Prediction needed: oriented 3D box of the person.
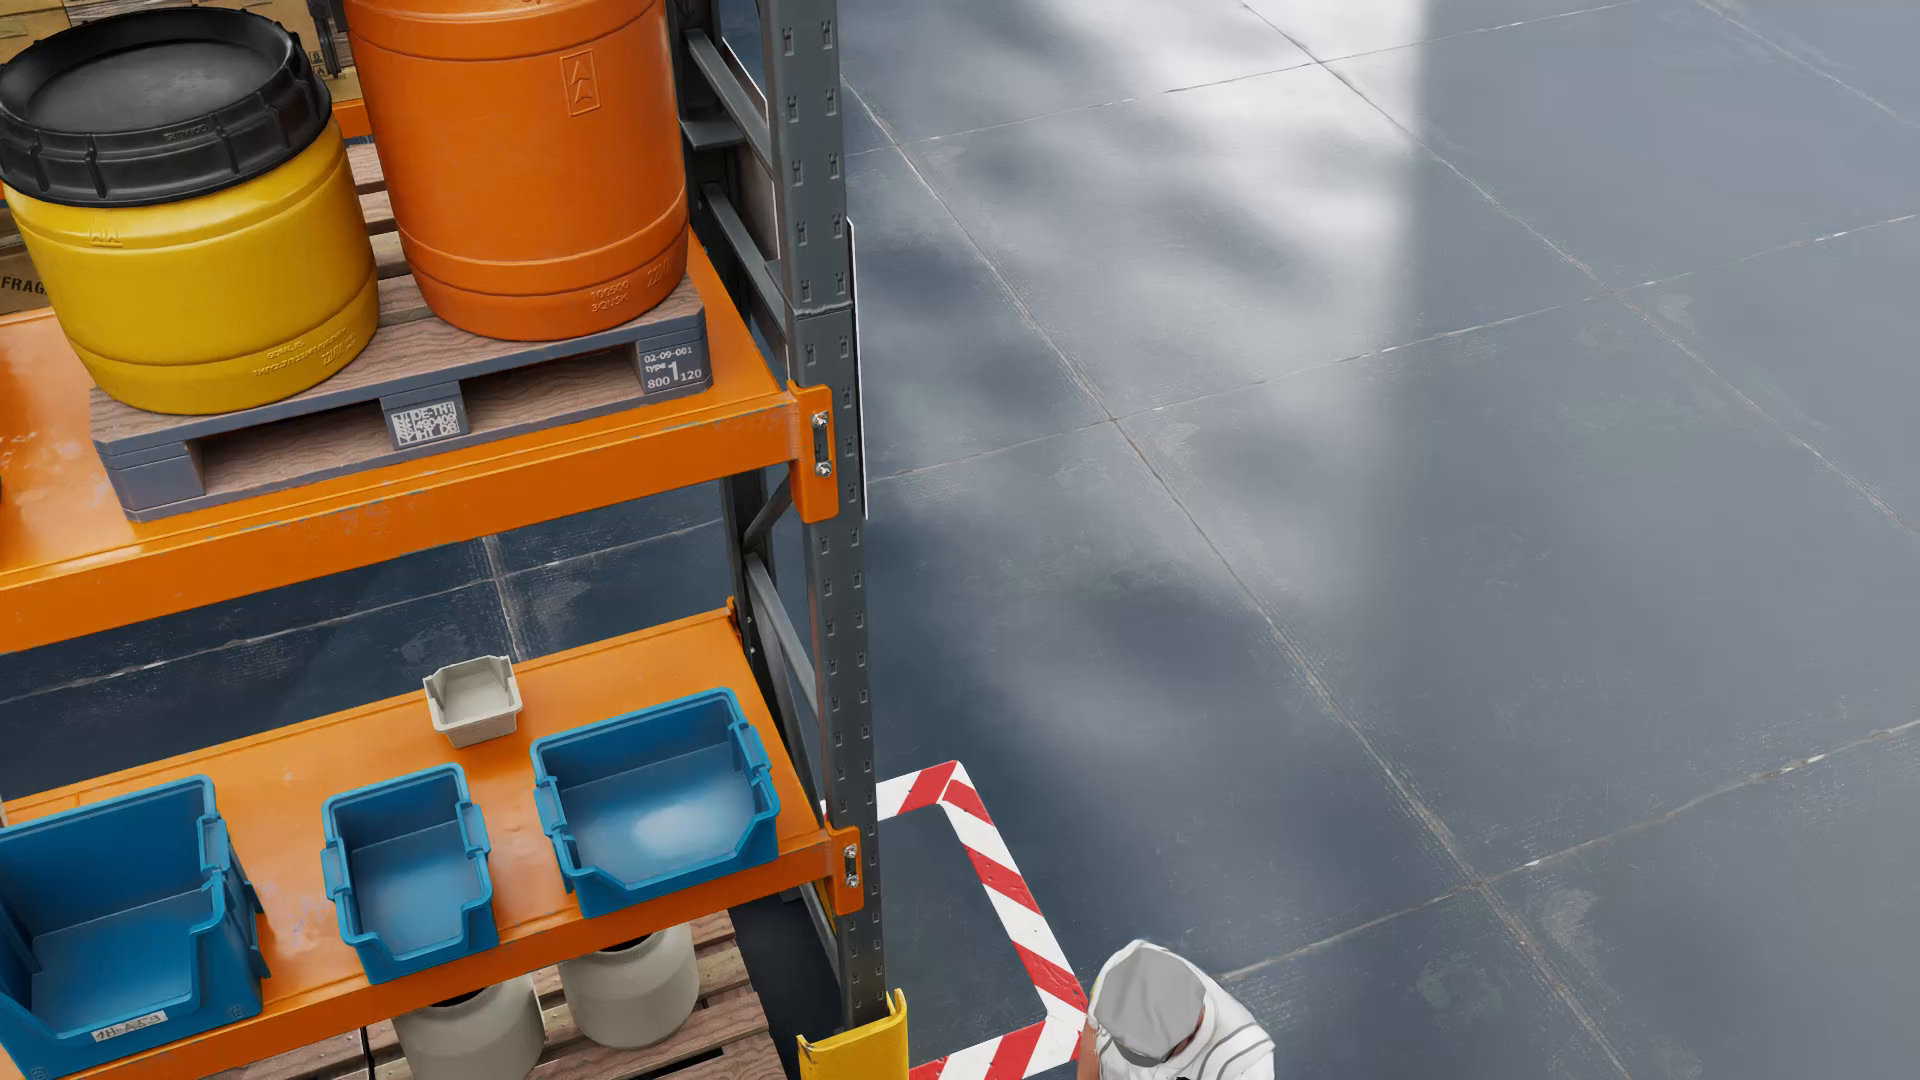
[{"bbox_3d":[0.543,1.583,4.429,0.539,1.678,0.564,-32,51,-31],"label":"person"}]
